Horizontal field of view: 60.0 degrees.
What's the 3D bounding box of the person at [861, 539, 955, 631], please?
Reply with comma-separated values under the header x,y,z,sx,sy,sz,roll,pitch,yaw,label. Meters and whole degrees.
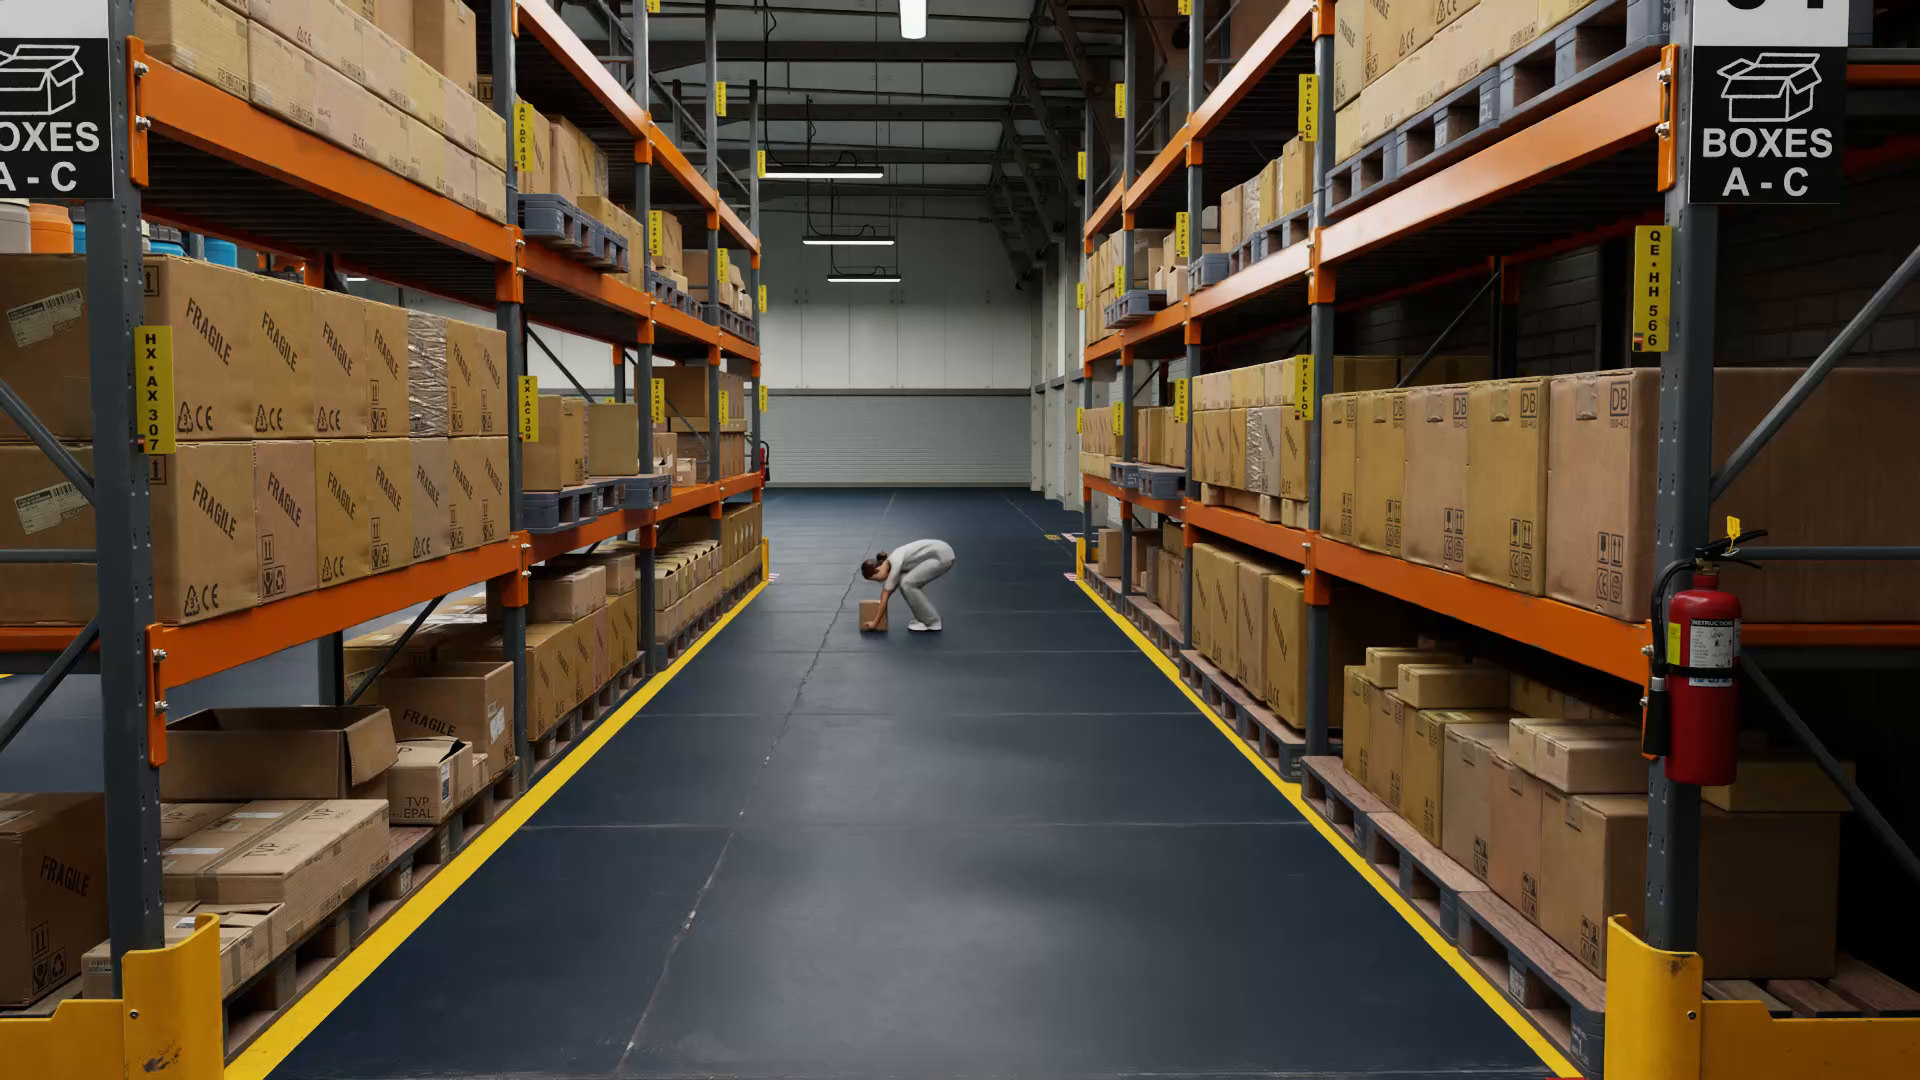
x,y,z,sx,sy,sz,roll,pitch,yaw,label
-0.472,0.414,15.201,0.856,0.836,0.476,0,4,-4,person
